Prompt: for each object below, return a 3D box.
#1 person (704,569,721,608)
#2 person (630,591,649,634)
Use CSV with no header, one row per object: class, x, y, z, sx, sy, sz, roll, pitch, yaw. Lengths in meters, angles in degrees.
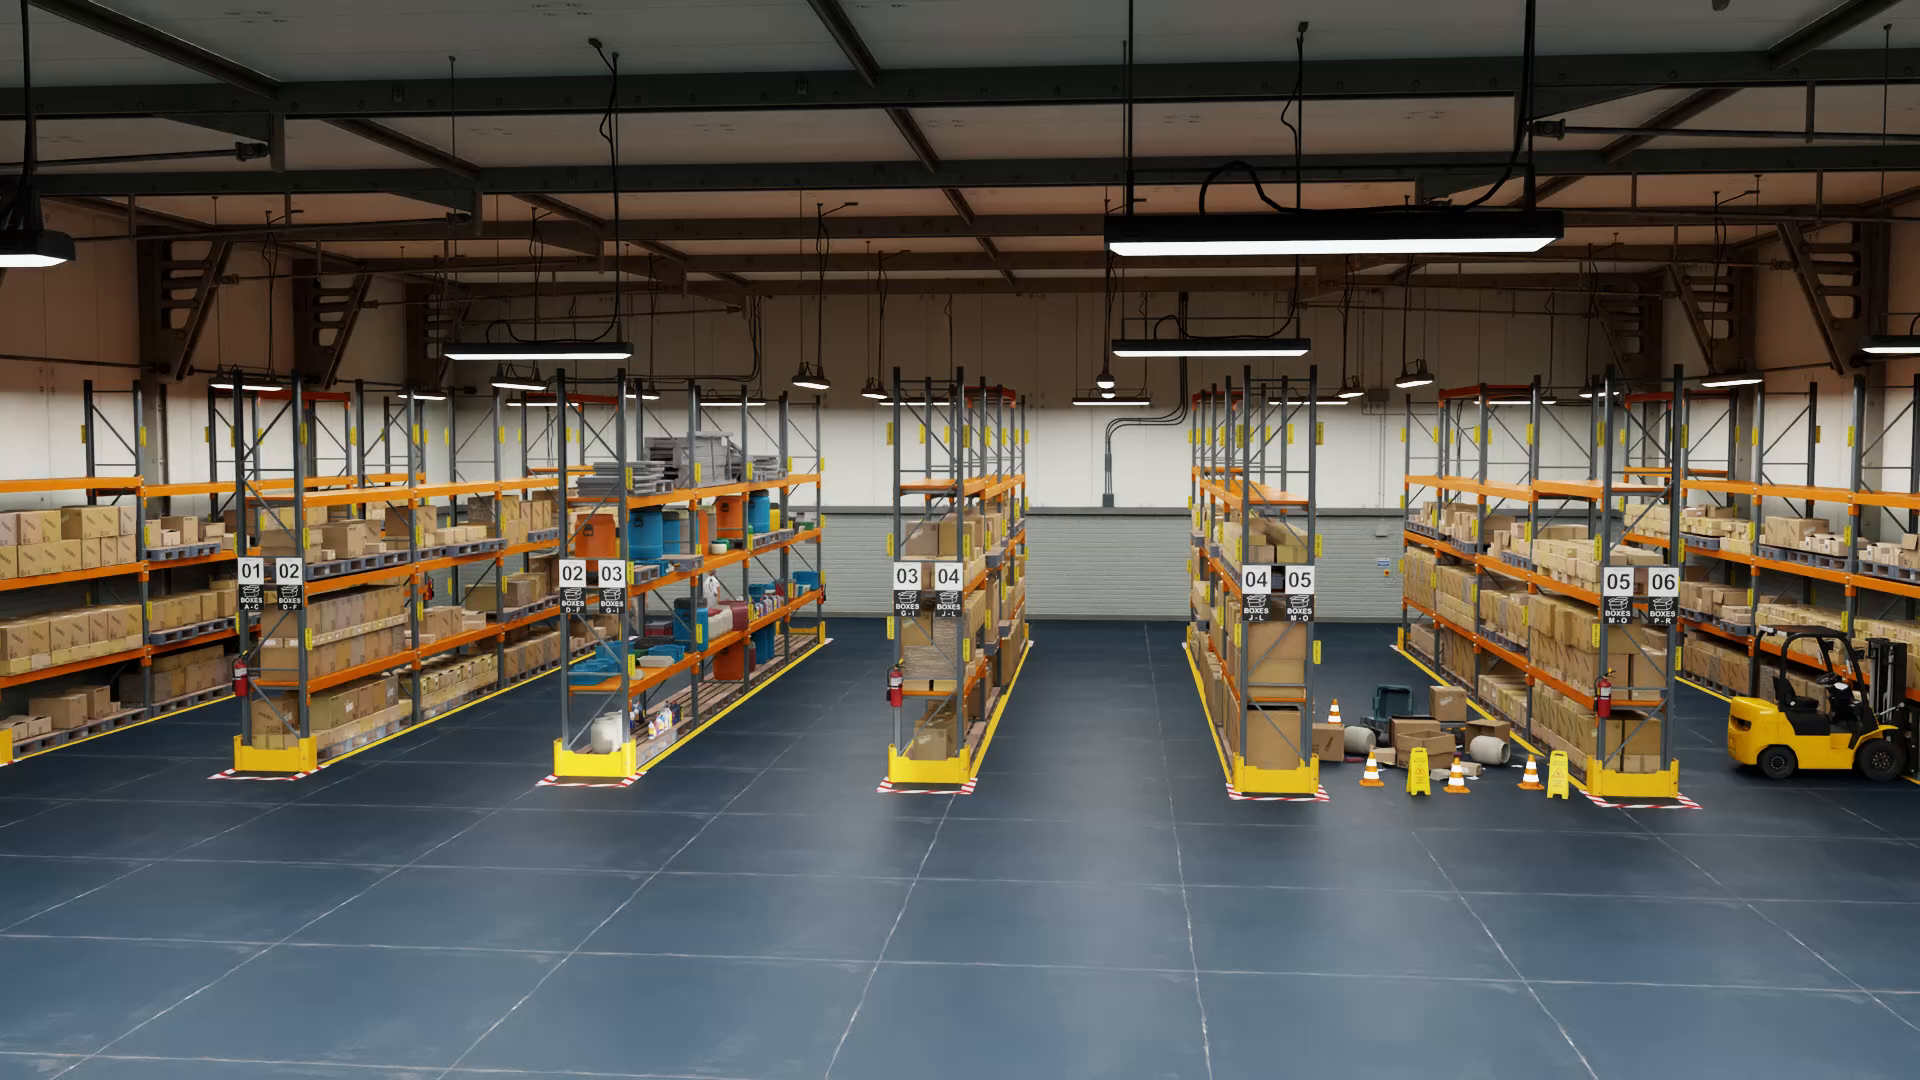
person,-6.450,1.481,43.514,0.896,1.630,0.507,-3,5,-43
person,-8.188,1.520,42.242,0.542,1.687,0.879,-3,5,-43
